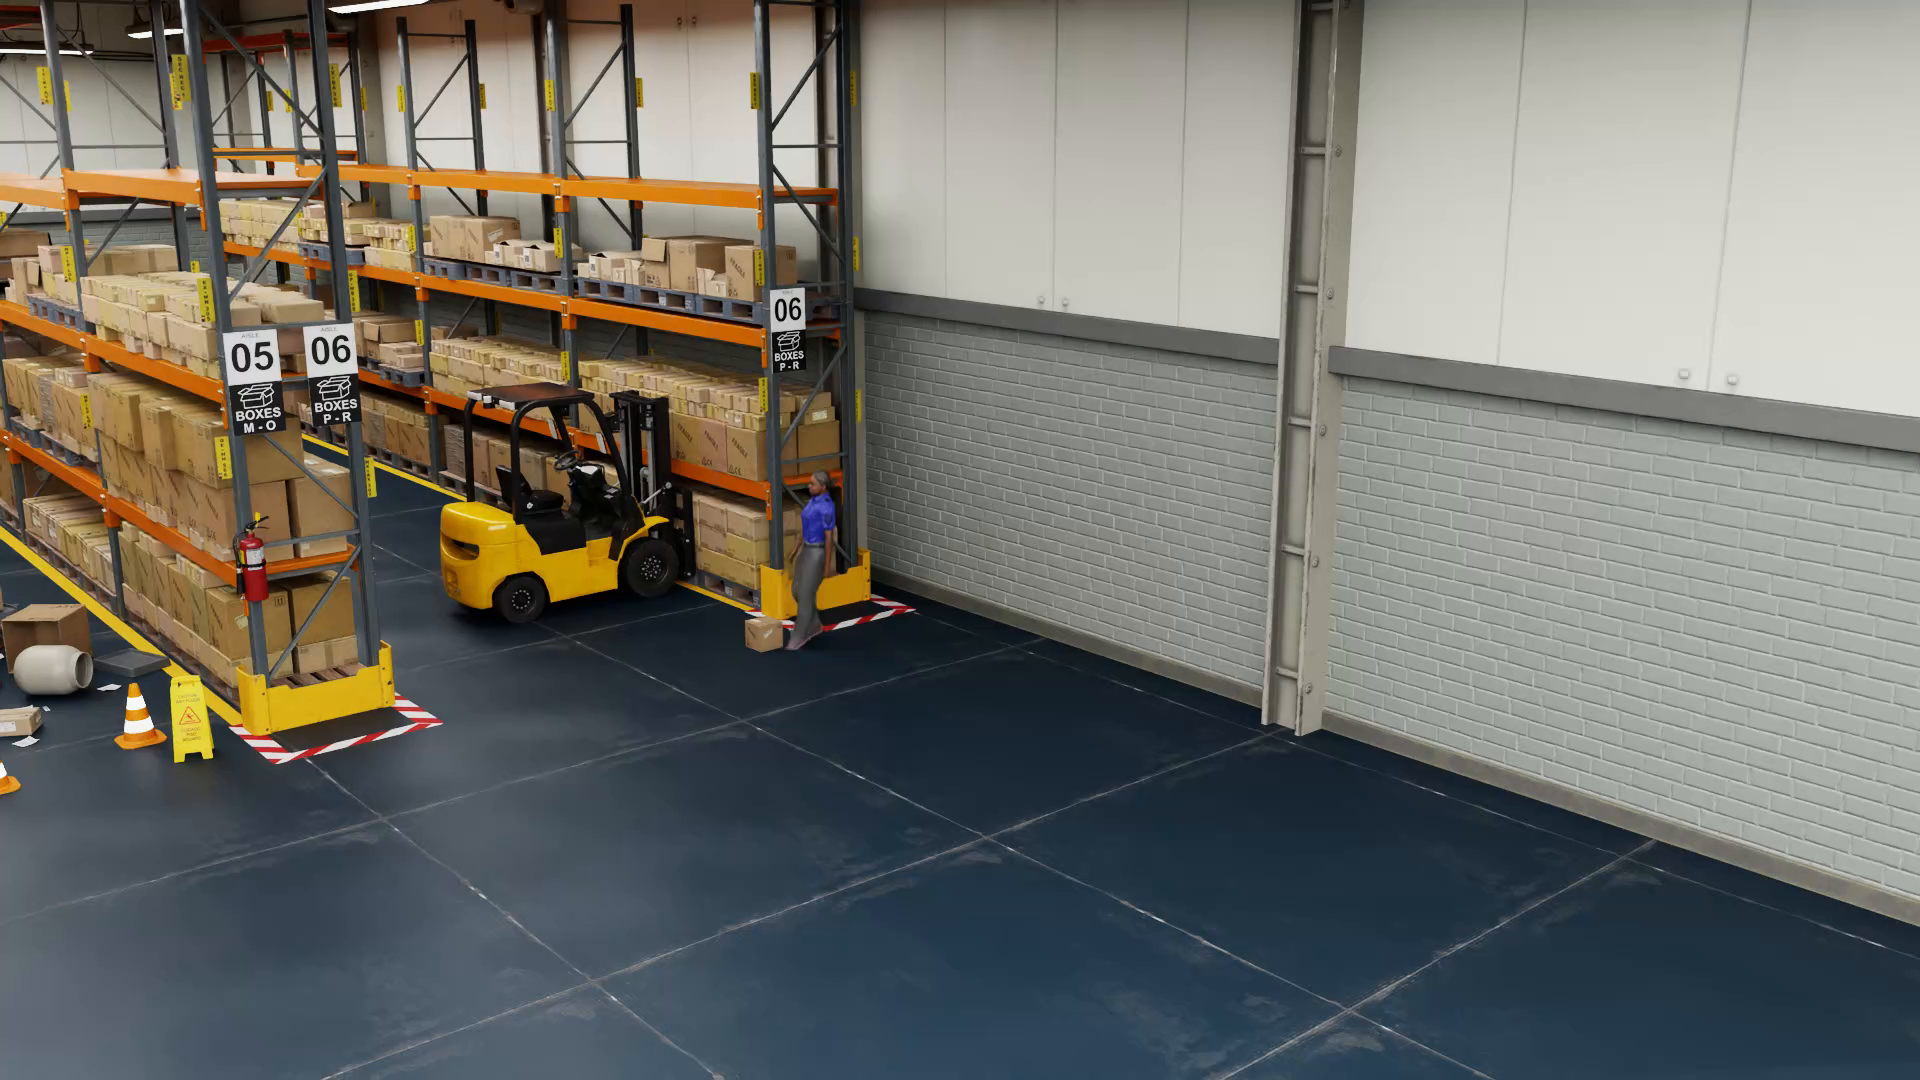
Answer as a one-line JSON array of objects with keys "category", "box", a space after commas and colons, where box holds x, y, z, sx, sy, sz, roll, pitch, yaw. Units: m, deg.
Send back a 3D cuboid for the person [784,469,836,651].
[{"category": "person", "box": [-1.428, 0.201, 15.351, 0.581, 1.731, 0.489, -5, 15, -19]}]
